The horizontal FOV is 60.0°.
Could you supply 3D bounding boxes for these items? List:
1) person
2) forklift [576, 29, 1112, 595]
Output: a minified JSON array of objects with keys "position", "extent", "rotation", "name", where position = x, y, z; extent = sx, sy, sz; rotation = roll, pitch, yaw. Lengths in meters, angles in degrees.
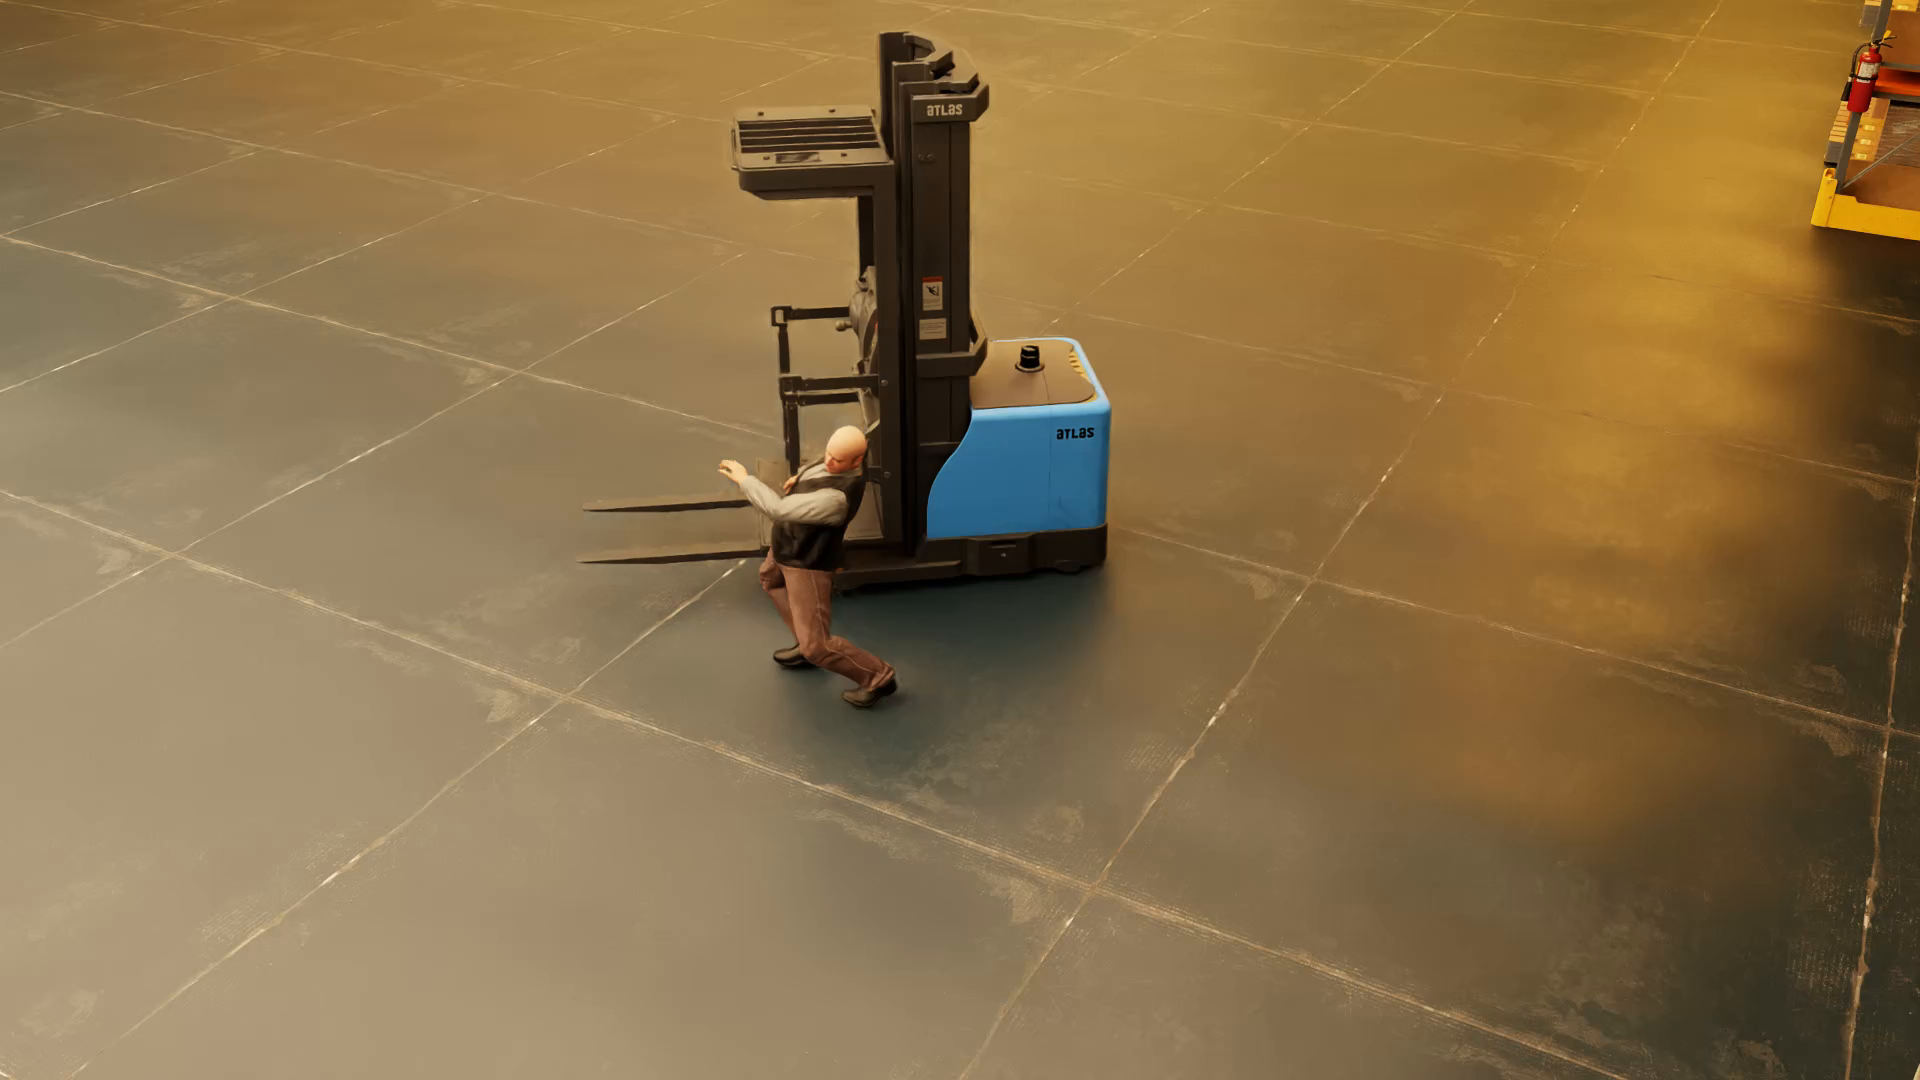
[{"position":[-0.785,0.027,8.399],"extent":[0.815,1.517,0.903],"rotation":[-5,30,-9],"name":"person"},{"position":[-0.704,-1.226,9.196],"extent":[3.031,2.935,1.130],"rotation":[-4,30,-7],"name":"forklift"}]
